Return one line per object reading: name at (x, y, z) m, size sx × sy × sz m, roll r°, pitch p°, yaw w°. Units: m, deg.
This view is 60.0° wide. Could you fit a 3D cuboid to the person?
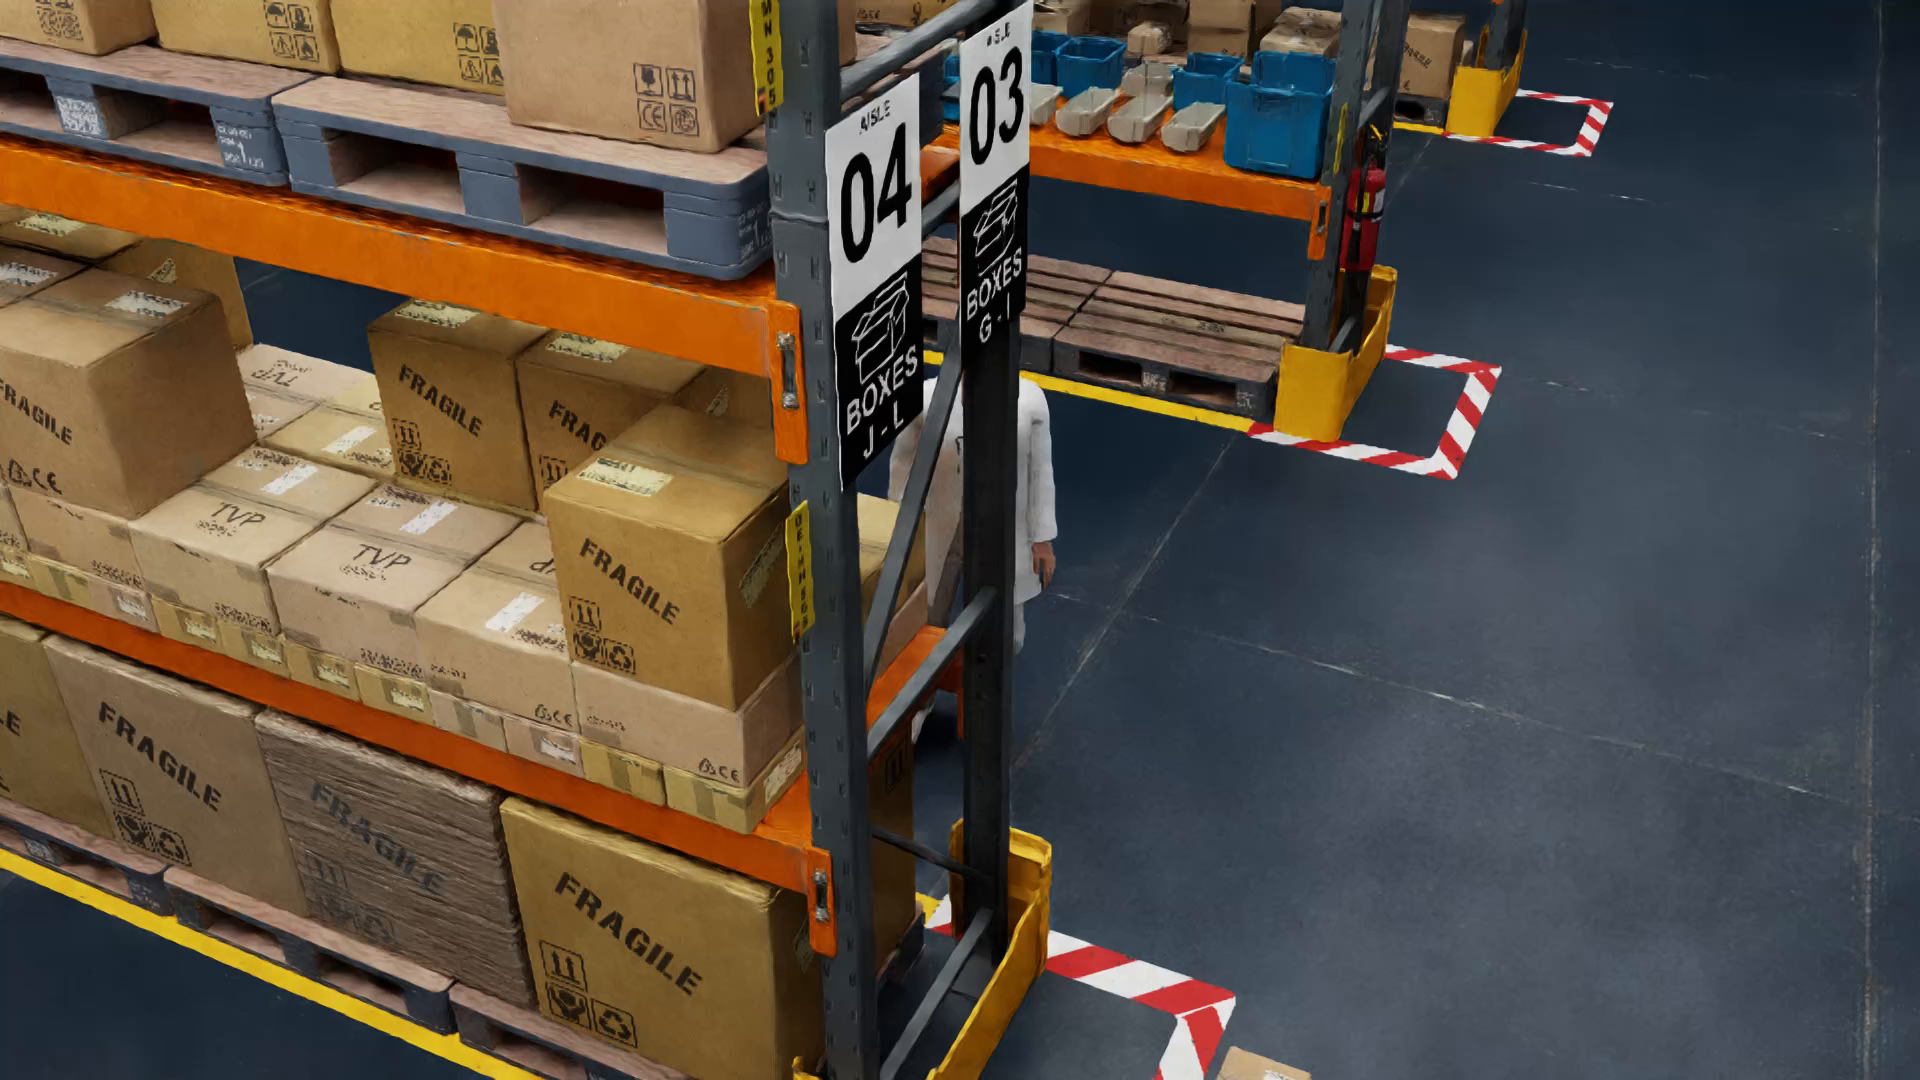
person at (0.040, -0.039, 6.197) m, size 0.640 × 1.763 × 0.555 m, roll 0°, pitch 33°, yaw 0°
